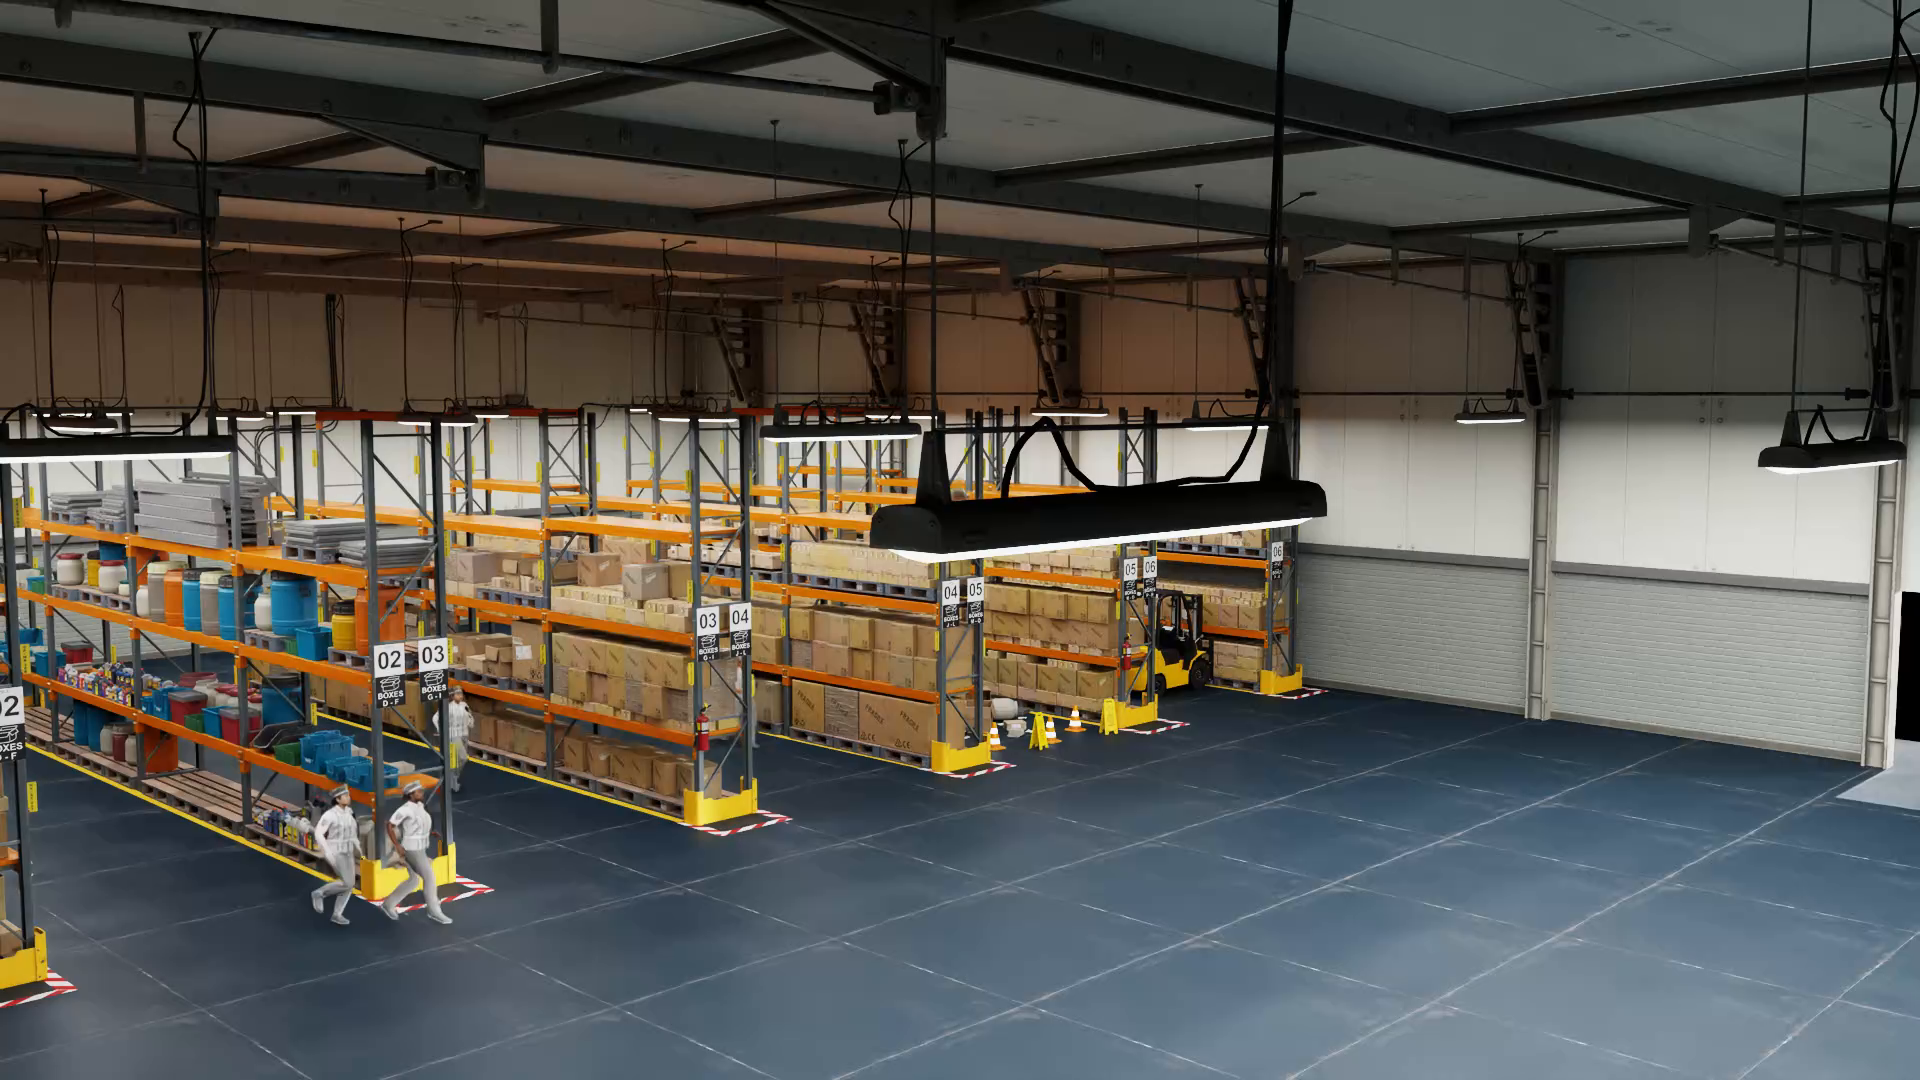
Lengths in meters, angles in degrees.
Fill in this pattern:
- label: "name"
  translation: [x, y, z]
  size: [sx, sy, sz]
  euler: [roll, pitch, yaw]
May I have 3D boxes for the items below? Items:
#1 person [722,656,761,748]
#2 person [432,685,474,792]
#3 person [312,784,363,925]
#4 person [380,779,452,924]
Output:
- label: "person"
  translation: [-3.946, 2.877, 29.806]
  size: [0.886, 1.647, 0.592]
  euler: [4, 6, 35]
- label: "person"
  translation: [-7.976, 3.146, 26.442]
  size: [0.666, 1.690, 0.582]
  euler: [3, 6, 31]
- label: "person"
  translation: [-7.454, 3.749, 20.012]
  size: [0.516, 1.620, 0.650]
  euler: [1, 5, 16]
- label: "person"
  translation: [-6.488, 3.720, 19.931]
  size: [0.847, 1.688, 0.603]
  euler: [0, 5, 1]
